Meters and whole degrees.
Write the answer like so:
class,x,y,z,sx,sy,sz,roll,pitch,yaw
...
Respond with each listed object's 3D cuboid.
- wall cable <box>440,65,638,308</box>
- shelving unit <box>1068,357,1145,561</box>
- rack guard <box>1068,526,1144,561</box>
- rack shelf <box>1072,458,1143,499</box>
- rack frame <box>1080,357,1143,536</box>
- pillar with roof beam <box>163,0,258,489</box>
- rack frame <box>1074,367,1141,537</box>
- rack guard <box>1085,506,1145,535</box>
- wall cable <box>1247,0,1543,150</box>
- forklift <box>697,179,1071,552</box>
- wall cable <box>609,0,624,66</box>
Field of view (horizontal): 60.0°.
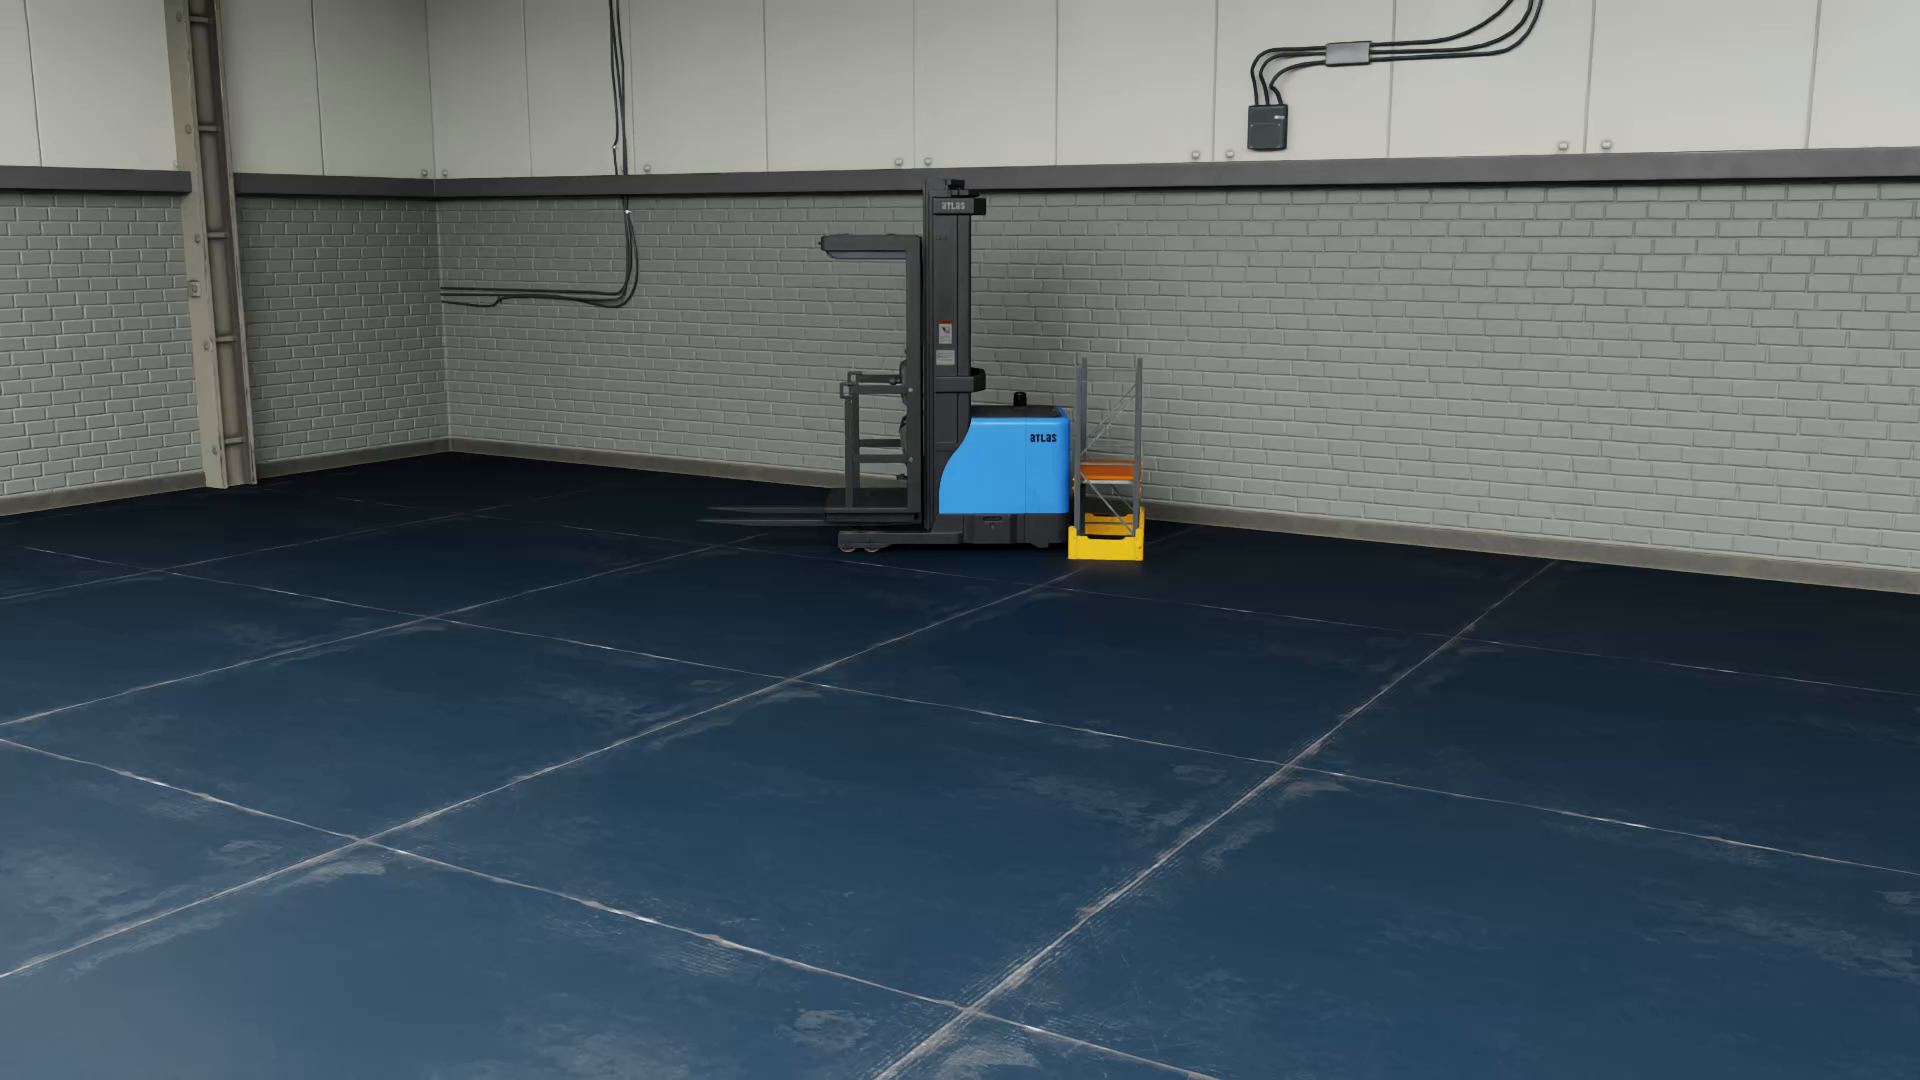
class,x,y,z,sx,sy,sz,roll,pitch,yaw
wall cable,-4.726,-3.792,18.107,3.097,2.526,0.112,6,12,31
shelving unit,1.204,-0.681,13.430,0.587,1.500,1.083,1,11,7
rack guard,1.146,0.025,13.058,0.587,0.250,0.087,1,11,7
rack shelf,1.205,-0.506,13.472,0.538,0.185,1.000,1,11,7
rack frame,1.264,-0.775,13.935,0.500,1.500,0.032,1,11,7
pillar with roof beam,-3.706,-4.570,13.825,9.100,9.000,0.400,6,12,31
rack frame,1.146,-0.590,12.942,0.500,1.500,0.032,1,11,7
rack guard,1.261,-0.158,14.031,0.587,0.250,0.087,1,11,7
wall cable,3.380,-6.080,12.651,2.305,6.003,0.169,6,12,31
forklift,-0.623,-1.440,13.596,3.031,2.935,1.130,0,11,0
wall cable,-2.413,-6.016,16.262,3.097,2.526,0.112,6,12,31
